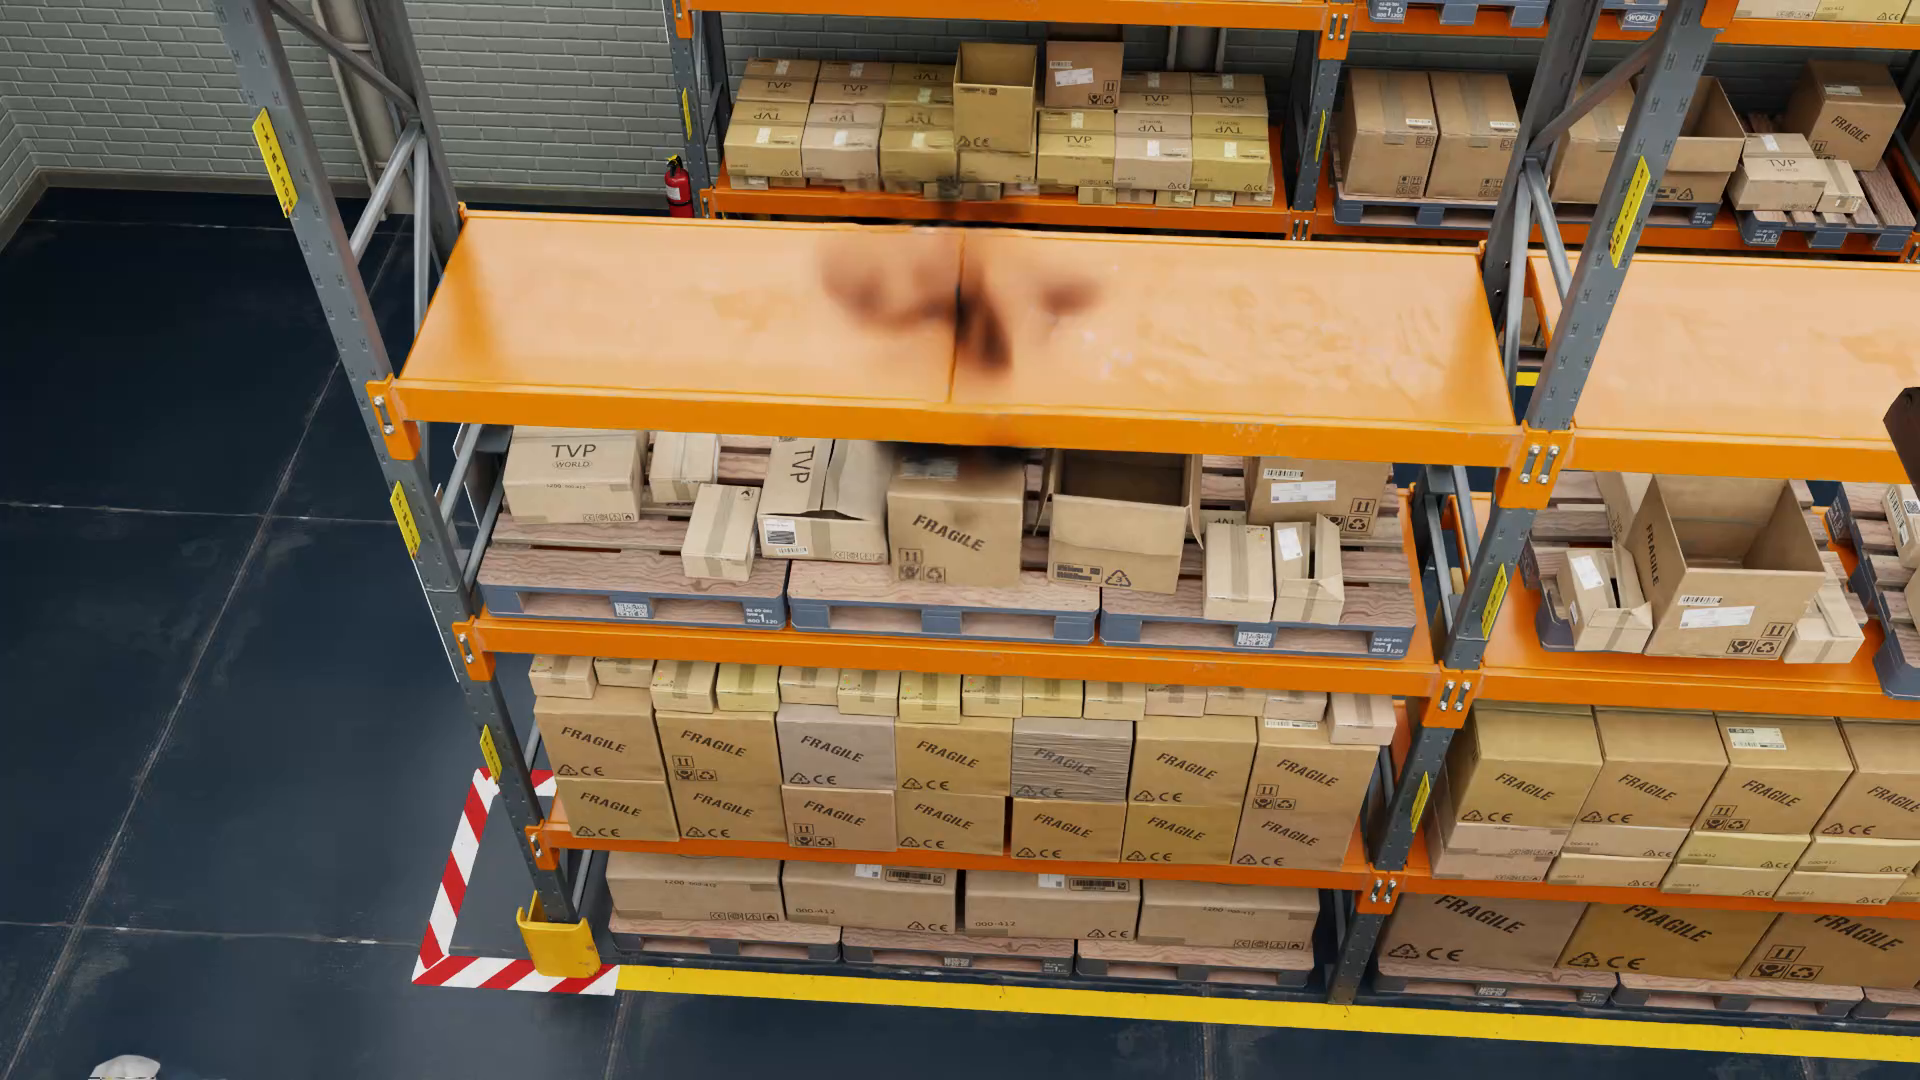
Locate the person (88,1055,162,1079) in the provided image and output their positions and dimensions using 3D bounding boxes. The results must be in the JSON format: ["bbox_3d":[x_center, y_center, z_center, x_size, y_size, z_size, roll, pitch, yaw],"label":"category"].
[{"bbox_3d":[-3.326,2.665,7.225,0.598,1.656,0.621,7,48,7],"label":"person"}]
